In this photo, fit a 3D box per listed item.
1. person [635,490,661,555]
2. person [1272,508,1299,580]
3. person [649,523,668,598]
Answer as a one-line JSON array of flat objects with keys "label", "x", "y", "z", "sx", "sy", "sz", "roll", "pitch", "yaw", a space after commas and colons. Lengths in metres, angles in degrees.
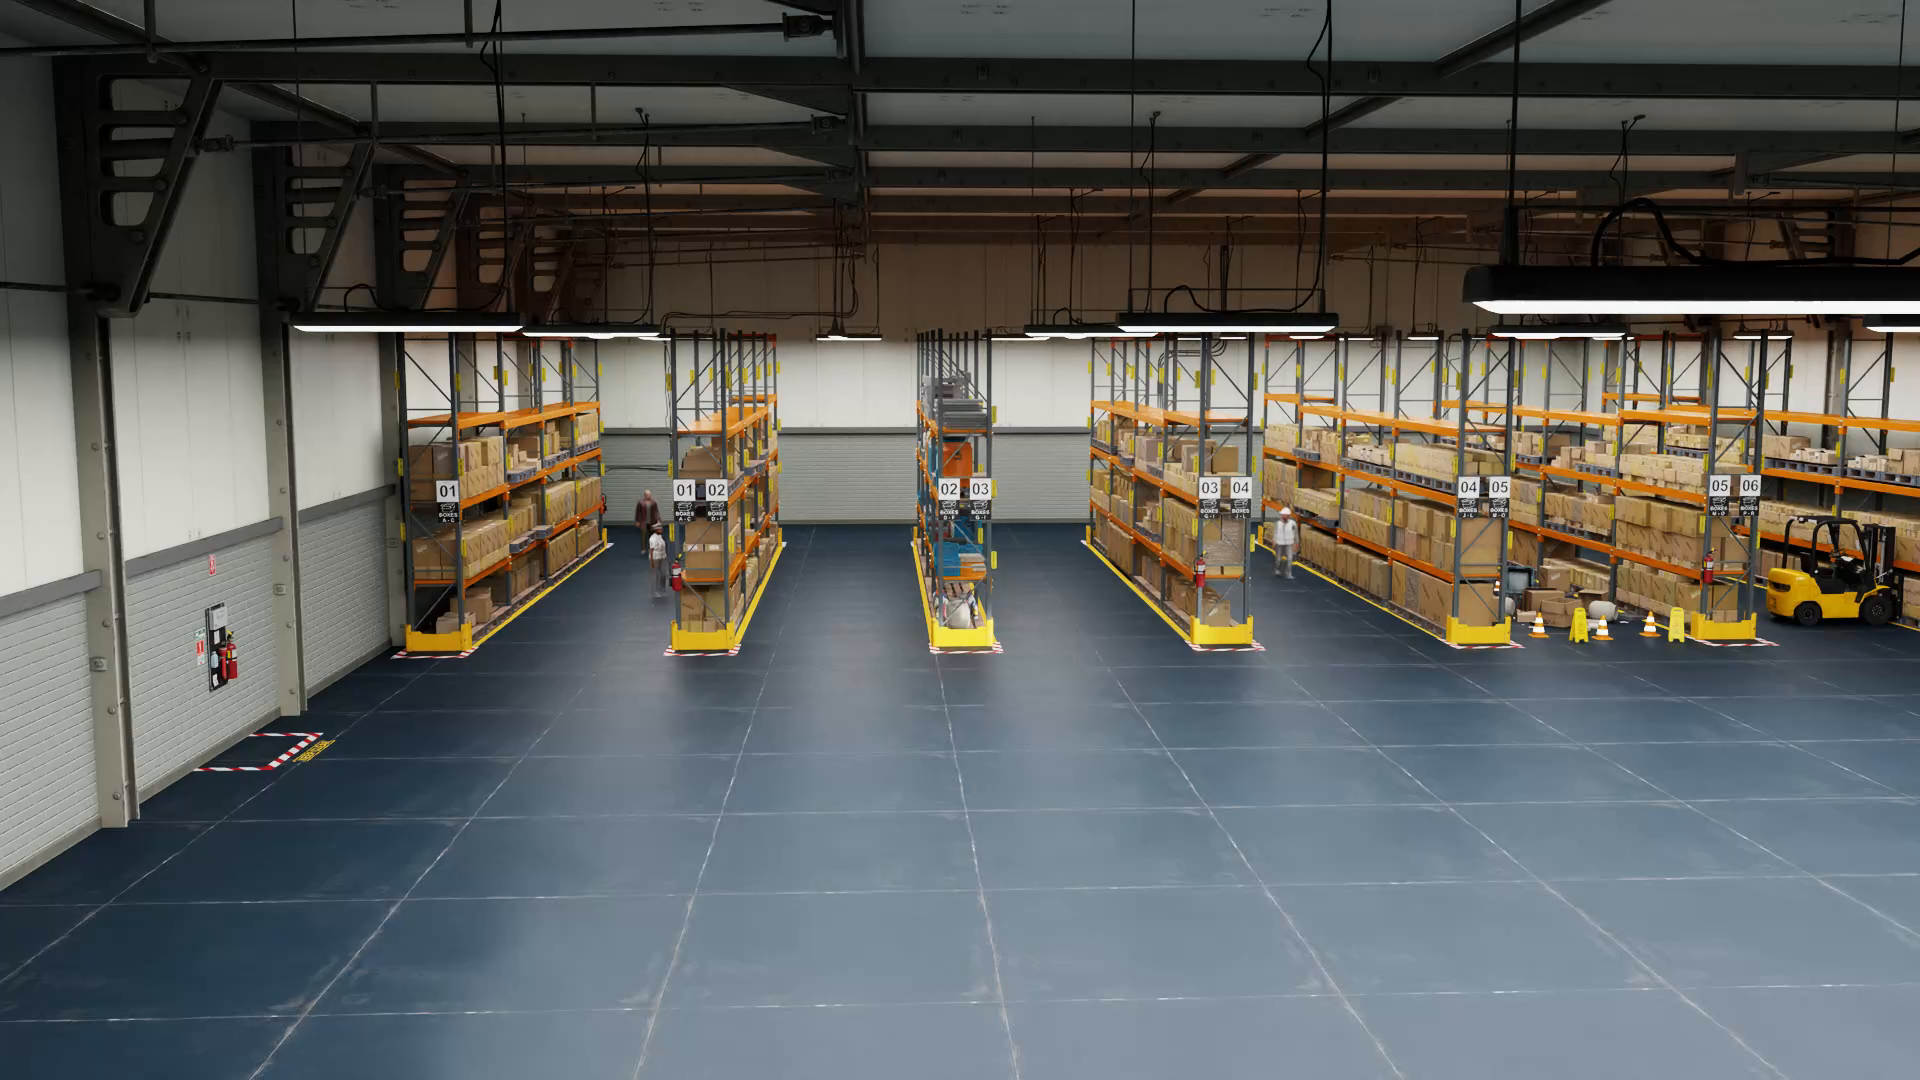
[{"label": "person", "x": -8.485, "y": -0.489, "z": 45.180, "sx": 0.704, "sy": 1.715, "sz": 1.133, "roll": -1, "pitch": 7, "yaw": -7}, {"label": "person", "x": 7.960, "y": 0.087, "z": 40.600, "sx": 0.670, "sy": 1.738, "sz": 1.008, "roll": 0, "pitch": 7, "yaw": 2}, {"label": "person", "x": -6.846, "y": 0.466, "z": 37.764, "sx": 0.360, "sy": 1.713, "sz": 0.533, "roll": 5, "pitch": 8, "yaw": 37}]
